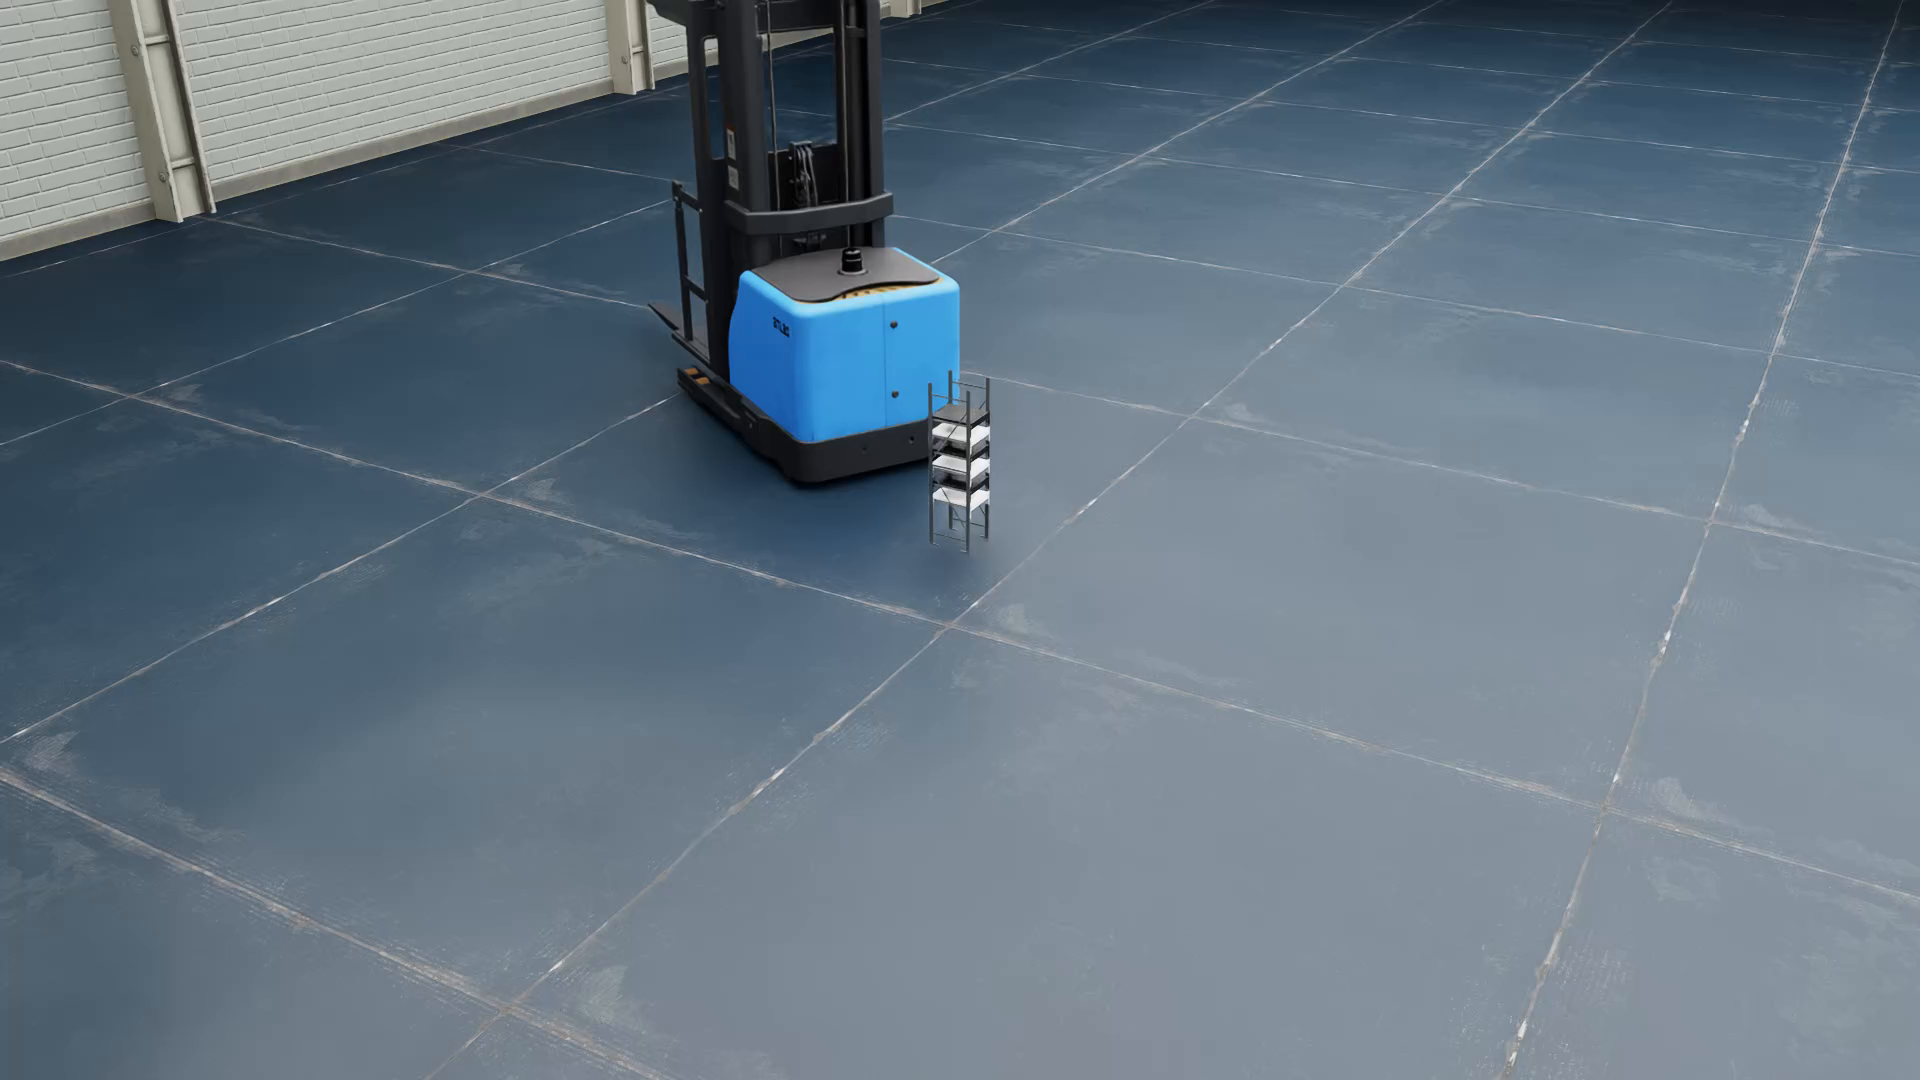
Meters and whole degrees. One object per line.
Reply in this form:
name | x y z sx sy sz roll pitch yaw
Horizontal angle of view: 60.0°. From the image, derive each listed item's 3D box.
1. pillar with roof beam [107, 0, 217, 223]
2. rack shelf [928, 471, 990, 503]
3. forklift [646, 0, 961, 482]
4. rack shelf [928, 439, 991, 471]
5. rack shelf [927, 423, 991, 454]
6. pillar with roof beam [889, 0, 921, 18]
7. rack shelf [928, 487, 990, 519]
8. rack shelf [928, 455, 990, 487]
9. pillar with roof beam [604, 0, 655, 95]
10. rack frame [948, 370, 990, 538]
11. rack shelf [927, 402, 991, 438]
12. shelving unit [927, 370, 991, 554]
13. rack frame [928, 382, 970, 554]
pillar with roof beam | -2.937 -5.885 10.452 9.100 9.000 0.400 14 30 26
rack shelf | -0.004 -0.289 8.597 0.258 0.077 0.200 14 30 26
forklift | -1.144 -2.254 9.978 1.130 2.935 3.031 -14 30 -26
rack shelf | -0.004 -0.450 8.517 0.258 0.077 0.200 14 30 26
rack shelf | -0.004 -0.530 8.477 0.258 0.077 0.200 14 30 26
pillar with roof beam | 2.966 -10.561 19.795 9.100 9.000 0.400 14 30 26
rack shelf | -0.004 -0.208 8.638 0.258 0.077 0.200 14 30 26
rack shelf | -0.004 -0.369 8.557 0.258 0.077 0.200 14 30 26
pillar with roof beam | 0.014 -8.223 15.124 9.100 9.000 0.400 14 30 26
rack frame | 0.046 -0.439 8.621 0.240 0.900 0.006 14 30 26
rack shelf | -0.004 -0.611 8.436 0.258 0.077 0.200 14 30 26
shelving unit | -0.004 -0.399 8.542 0.258 0.900 0.210 14 30 26
rack frame | -0.054 -0.360 8.463 0.240 0.900 0.006 14 30 26
